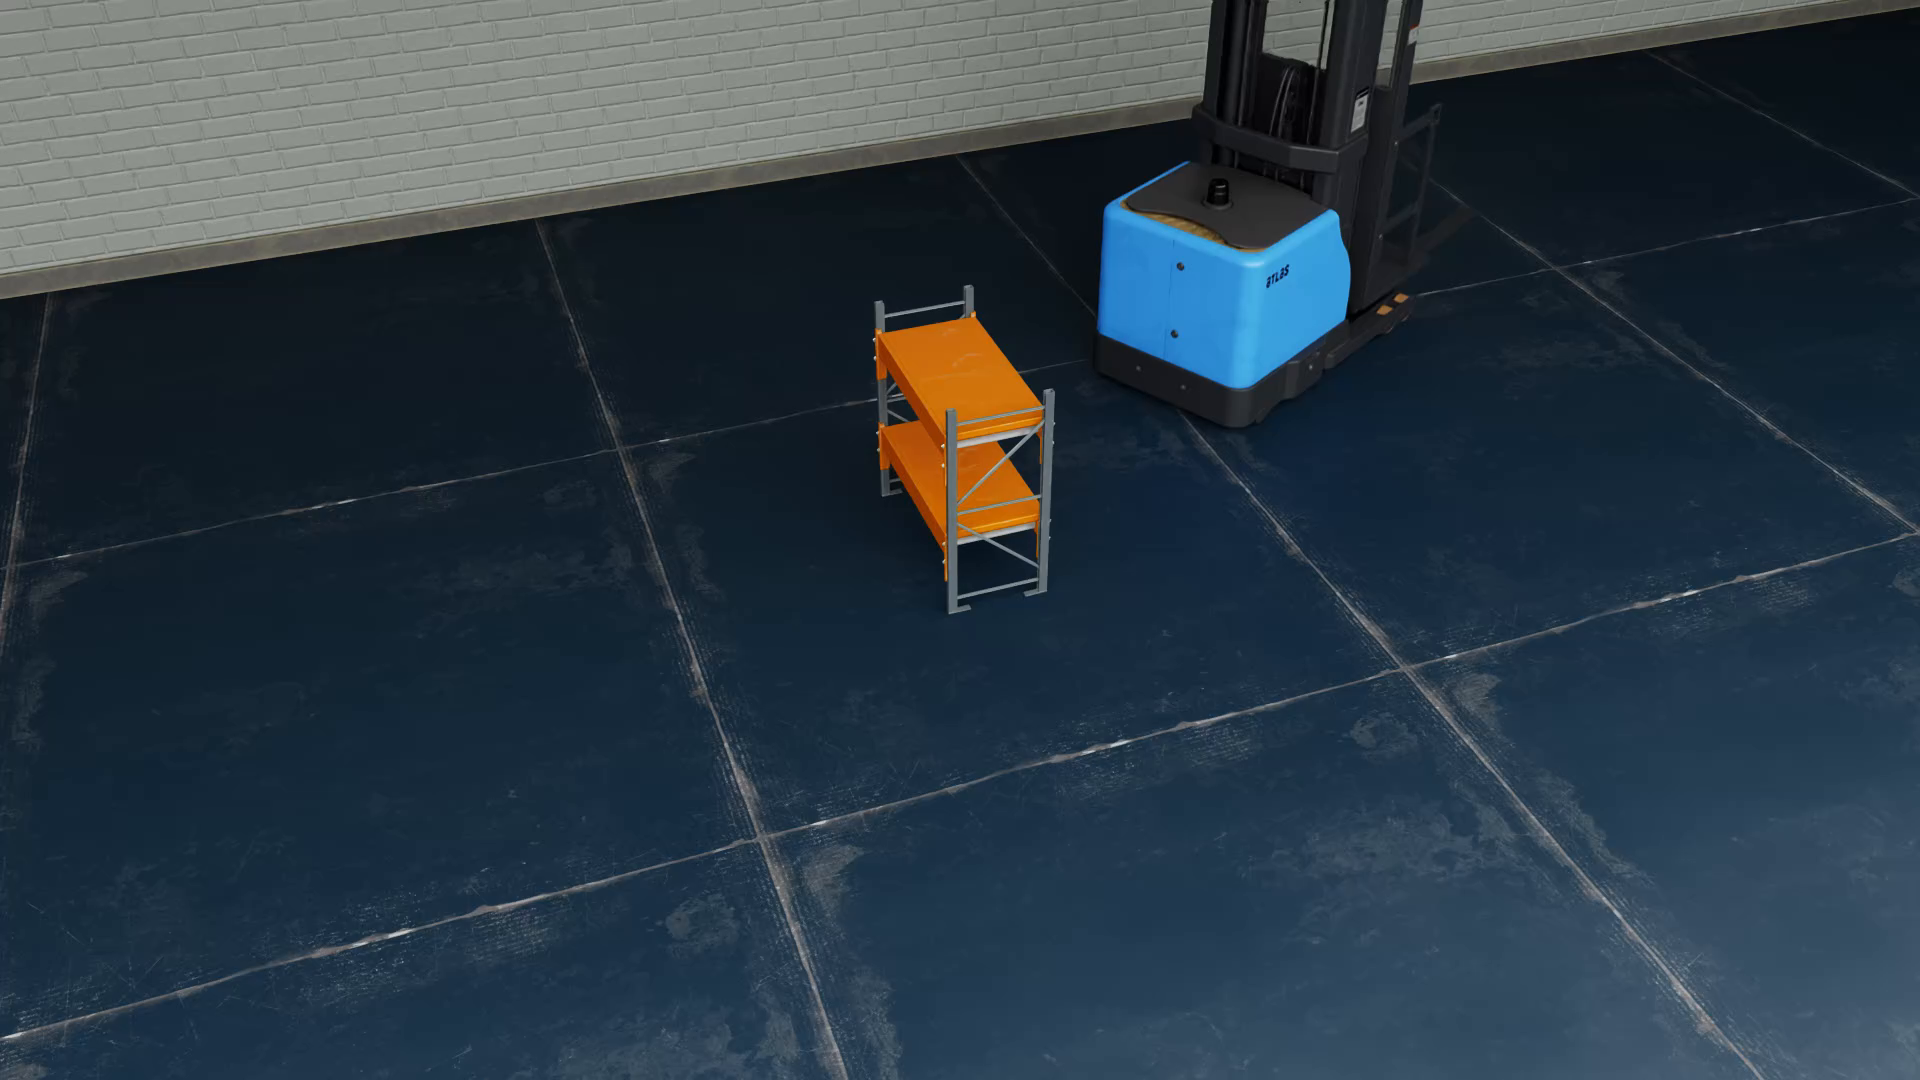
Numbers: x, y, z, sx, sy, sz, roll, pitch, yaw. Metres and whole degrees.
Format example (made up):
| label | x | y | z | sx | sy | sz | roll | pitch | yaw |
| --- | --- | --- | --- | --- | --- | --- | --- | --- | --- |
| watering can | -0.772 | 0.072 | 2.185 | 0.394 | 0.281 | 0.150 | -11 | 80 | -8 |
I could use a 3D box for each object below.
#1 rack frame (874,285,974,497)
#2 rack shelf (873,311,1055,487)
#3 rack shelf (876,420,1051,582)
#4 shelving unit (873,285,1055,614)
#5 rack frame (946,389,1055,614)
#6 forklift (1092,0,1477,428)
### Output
| label | x | y | z | sx | sy | sz | roll | pitch | yaw |
| --- | --- | --- | --- | --- | --- | --- | --- | --- | --- |
| rack frame | -0.173 | -0.733 | 8.348 | 0.500 | 1.125 | 0.032 | -12 | 39 | -16 |
| rack shelf | 0.002 | -0.679 | 7.791 | 0.538 | 0.278 | 1.000 | -12 | 39 | -16 |
| rack shelf | 0.002 | -0.250 | 8.114 | 0.538 | 0.278 | 1.000 | -12 | 39 | -16 |
| shelving unit | 0.002 | -0.445 | 7.967 | 0.538 | 1.125 | 1.048 | -12 | 39 | -16 |
| rack frame | 0.177 | -0.158 | 7.586 | 0.500 | 1.125 | 0.032 | -12 | 39 | -16 |
| forklift | 2.105 | -2.585 | 9.306 | 1.130 | 2.935 | 3.031 | 28 | 45 | 32 |
